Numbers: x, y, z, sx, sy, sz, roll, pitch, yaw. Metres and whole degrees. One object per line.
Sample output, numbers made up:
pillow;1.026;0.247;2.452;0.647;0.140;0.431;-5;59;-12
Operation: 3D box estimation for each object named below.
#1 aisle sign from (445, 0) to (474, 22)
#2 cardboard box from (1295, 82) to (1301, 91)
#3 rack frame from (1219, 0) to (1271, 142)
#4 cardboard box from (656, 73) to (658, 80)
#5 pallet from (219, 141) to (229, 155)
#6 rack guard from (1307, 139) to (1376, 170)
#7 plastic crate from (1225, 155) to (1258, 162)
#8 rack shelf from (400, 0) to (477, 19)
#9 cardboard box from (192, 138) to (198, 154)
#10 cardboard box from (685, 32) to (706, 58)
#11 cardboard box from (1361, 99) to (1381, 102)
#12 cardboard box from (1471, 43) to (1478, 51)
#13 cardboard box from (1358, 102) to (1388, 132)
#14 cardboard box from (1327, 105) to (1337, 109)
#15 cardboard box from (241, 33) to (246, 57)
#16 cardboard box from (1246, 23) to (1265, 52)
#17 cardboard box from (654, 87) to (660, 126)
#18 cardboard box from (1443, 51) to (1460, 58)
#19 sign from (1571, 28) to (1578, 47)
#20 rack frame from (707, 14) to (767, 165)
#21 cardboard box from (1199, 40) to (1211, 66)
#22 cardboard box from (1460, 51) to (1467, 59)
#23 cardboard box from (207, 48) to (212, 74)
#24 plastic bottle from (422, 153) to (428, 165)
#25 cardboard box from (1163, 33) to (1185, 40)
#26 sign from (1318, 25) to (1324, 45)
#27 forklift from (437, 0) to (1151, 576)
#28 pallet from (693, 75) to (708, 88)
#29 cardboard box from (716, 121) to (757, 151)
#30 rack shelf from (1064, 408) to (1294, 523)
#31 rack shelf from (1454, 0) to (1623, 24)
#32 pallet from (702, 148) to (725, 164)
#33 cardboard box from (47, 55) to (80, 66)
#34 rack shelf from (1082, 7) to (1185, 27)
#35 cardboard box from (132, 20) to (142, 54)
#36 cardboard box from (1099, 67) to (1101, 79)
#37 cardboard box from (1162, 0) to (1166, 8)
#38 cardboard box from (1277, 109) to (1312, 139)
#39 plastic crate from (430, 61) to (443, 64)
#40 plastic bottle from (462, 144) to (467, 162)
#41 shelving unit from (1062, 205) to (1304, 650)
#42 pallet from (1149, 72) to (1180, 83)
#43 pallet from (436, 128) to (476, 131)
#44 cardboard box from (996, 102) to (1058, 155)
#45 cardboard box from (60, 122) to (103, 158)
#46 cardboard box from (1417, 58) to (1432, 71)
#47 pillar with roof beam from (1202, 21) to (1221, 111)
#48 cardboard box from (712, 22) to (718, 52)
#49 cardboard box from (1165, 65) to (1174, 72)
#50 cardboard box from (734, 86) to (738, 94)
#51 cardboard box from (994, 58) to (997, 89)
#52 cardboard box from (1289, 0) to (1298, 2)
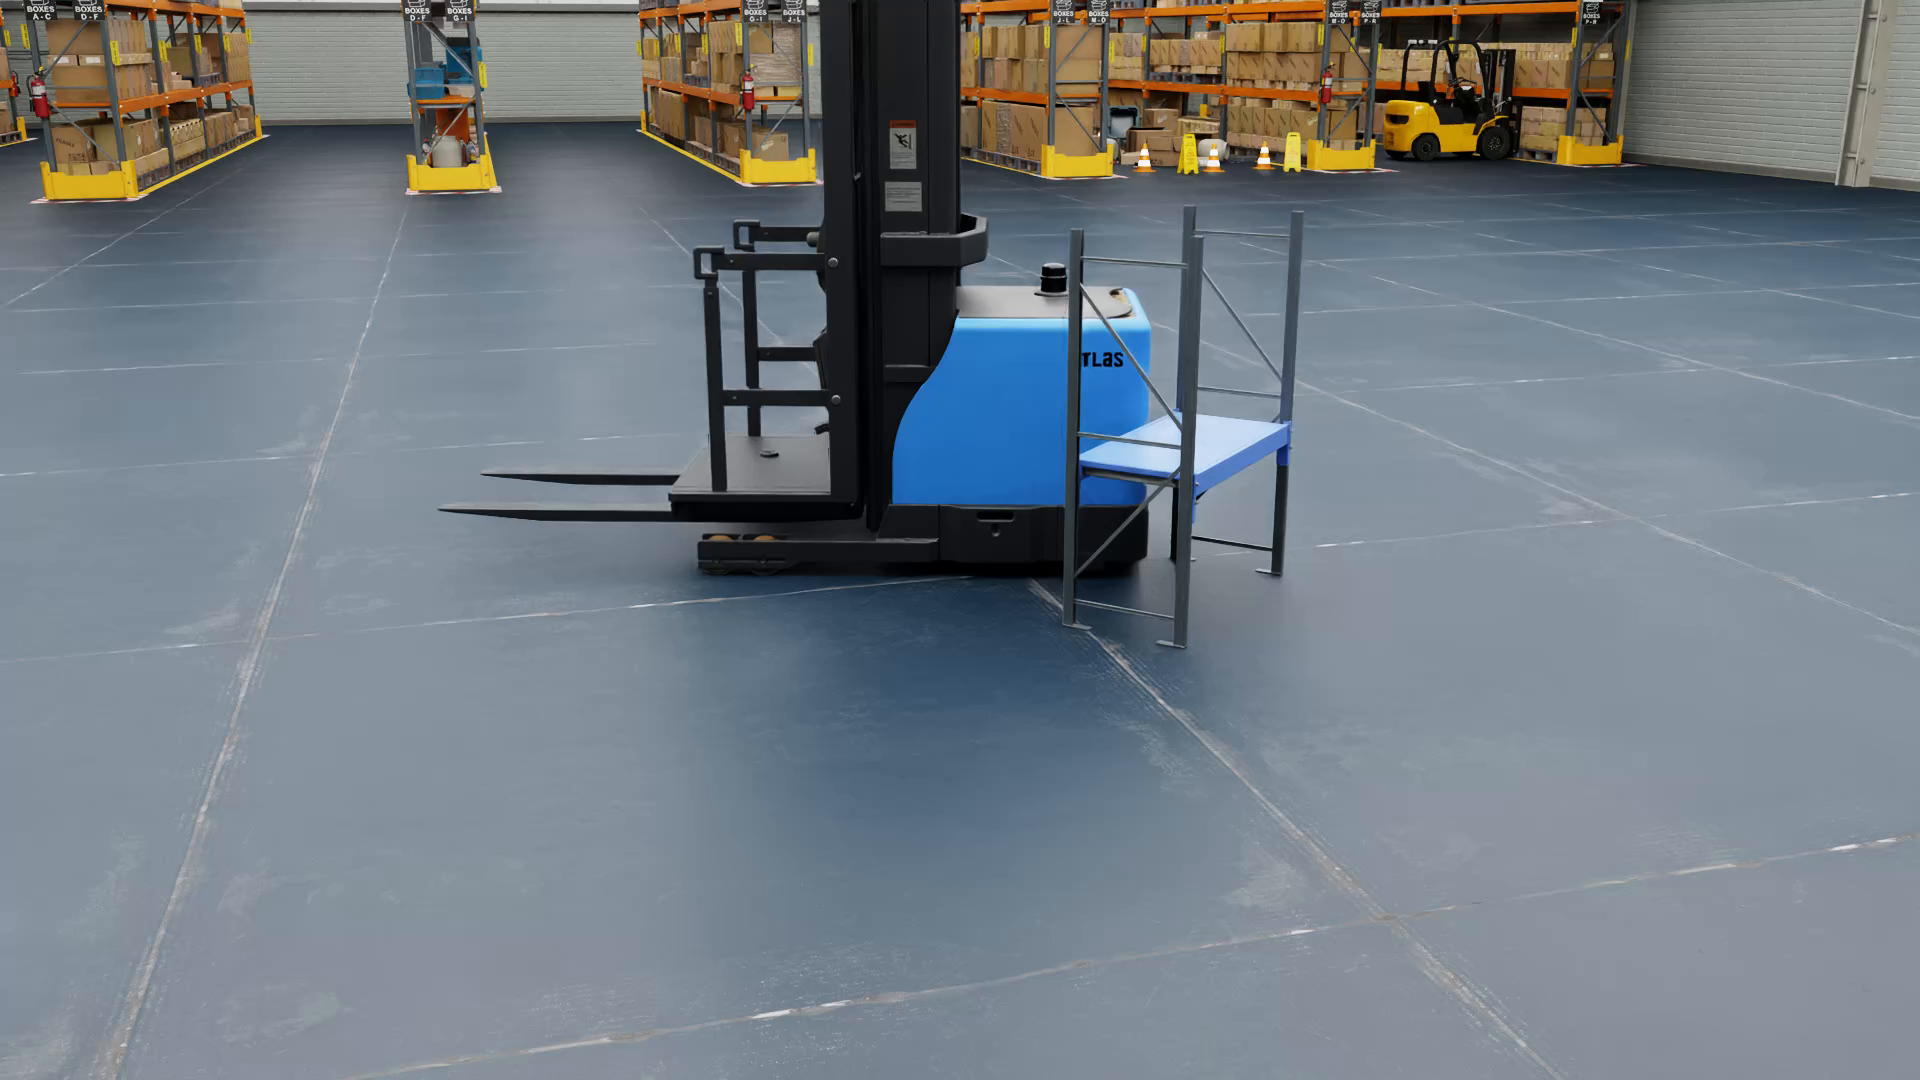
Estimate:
aisle sign;-7.325;-7.975;24.269;0.394;0.787;0.004;-5;17;-15
cardboard box;6.129;-8.002;29.314;0.380;0.149;0.250;-5;17;-16
rack frame;5.565;-9.008;32.228;1.000;3.000;0.127;-5;17;-15
cardboard box;-6.632;-10.447;37.454;0.380;0.149;0.250;-4;17;-14
pallet;-15.089;-7.760;32.919;1.003;0.211;1.213;-5;17;-15
rack guard;6.643;-6.726;28.974;1.175;0.500;0.348;-5;17;-15
plastic crate;5.208;-7.111;30.986;0.402;0.080;0.583;-12;20;-34
rack shelf;-8.176;-8.372;26.146;1.077;0.370;4.000;-5;17;-15
cardboard box;-13.929;-7.026;29.676;0.500;0.250;0.500;-4;17;-14
cardboard box;-5.248;-10.063;33.822;0.797;0.503;0.637;-4;17;-13
cardboard box;9.393;-9.992;37.989;0.380;0.149;0.250;-4;17;-12
cardboard box;10.314;-9.727;32.803;0.380;0.149;0.250;-4;17;-14
cardboard box;9.395;-9.399;36.924;0.875;0.625;0.625;-4;17;-13
cardboard box;8.787;-9.751;38.317;0.500;0.500;0.500;-5;17;-16
cardboard box;-16.261;-11.048;37.105;0.500;0.500;0.500;-4;17;-14
cardboard box;5.709;-9.255;30.619;0.700;0.500;0.500;-5;17;-16
cardboard box;-6.759;-10.305;39.509;0.875;0.875;0.875;-5;17;-15
cardboard box;10.029;-9.837;33.686;0.380;0.149;0.250;-4;17;-13
sign;10.910;-8.924;29.524;0.100;0.325;0.005;-5;17;-15
rack frame;-3.964;-8.225;29.619;1.000;3.000;0.127;-5;17;-15
cardboard box;5.080;-9.647;32.931;0.500;0.500;0.500;-5;17;-15
cardboard box;10.171;-9.651;33.067;0.380;0.149;0.250;-5;17;-16
cardboard box;-15.143;-9.421;32.697;0.700;0.500;0.500;-10;19;-29
plastic bottle;-8.553;-6.071;26.547;0.097;0.201;0.097;0;17;0
cardboard box;4.565;-10.797;36.271;0.500;0.500;0.500;-5;18;-17
sign;6.125;-8.570;28.205;0.100;0.325;0.005;-5;17;-15
forklift;-0.717;-1.406;7.037;3.031;2.935;1.130;0;17;2
pallet;-4.479;-8.695;31.518;1.003;0.211;1.213;-5;17;-15
cardboard box;-4.112;-7.410;30.487;0.700;0.500;0.500;-6;18;-20
rack shelf;0.873;-0.309;6.500;0.538;0.185;1.000;10;19;29
rack shelf;10.886;-9.941;31.368;1.077;0.370;4.000;-5;17;-15
pallet;-4.179;-7.105;30.737;1.003;0.211;1.213;-5;17;-15
cardboard box;-12.678;-6.785;23.526;0.380;0.149;0.250;-5;17;-16
rack shelf;3.916;-11.760;37.425;1.077;0.370;4.000;-5;17;-15
cardboard box;-13.221;-7.850;25.943;0.700;0.500;0.500;-5;17;-15
cardboard box;3.503;-10.721;38.189;0.500;0.250;0.500;-5;17;-16
cardboard box;4.459;-11.316;34.929;0.396;0.266;0.258;-5;17;-15
cardboard box;6.047;-7.490;29.920;0.500;0.500;0.500;-4;17;-13
plastic crate;-11.381;-10.169;36.016;0.392;0.384;0.575;-5;17;-15
plastic bottle;-8.192;-6.391;27.473;0.061;0.283;0.133;-5;17;-15
shelving unit;0.873;-0.482;6.448;0.538;1.500;1.048;10;19;29
pallet;4.764;-9.834;35.311;1.213;0.211;1.003;-5;17;-15
pallet;-11.503;-9.249;37.876;1.003;0.211;1.213;-5;17;-15
cardboard box;1.190;-7.344;29.650;0.875;0.875;0.875;-5;17;-15
cardboard box;-13.113;-5.980;24.892;0.500;0.500;0.500;-5;17;-15
cardboard box;9.807;-9.827;34.344;0.500;0.250;0.500;-5;17;-17
pillar with roof beam;3.025;-16.071;45.312;9.100;9.000;0.400;-5;17;-15
cardboard box;-3.946;-8.611;28.477;0.500;0.500;0.500;-5;17;-15
cardboard box;4.508;-9.853;34.747;0.380;0.149;0.250;-5;17;-15
cardboard box;-3.500;-7.405;27.327;0.380;0.149;0.250;-5;17;-15
cardboard box;1.119;-8.409;29.973;0.875;0.550;0.550;-5;17;-15
cardboard box;6.037;-9.578;29.346;0.380;0.149;0.250;-5;17;-16
